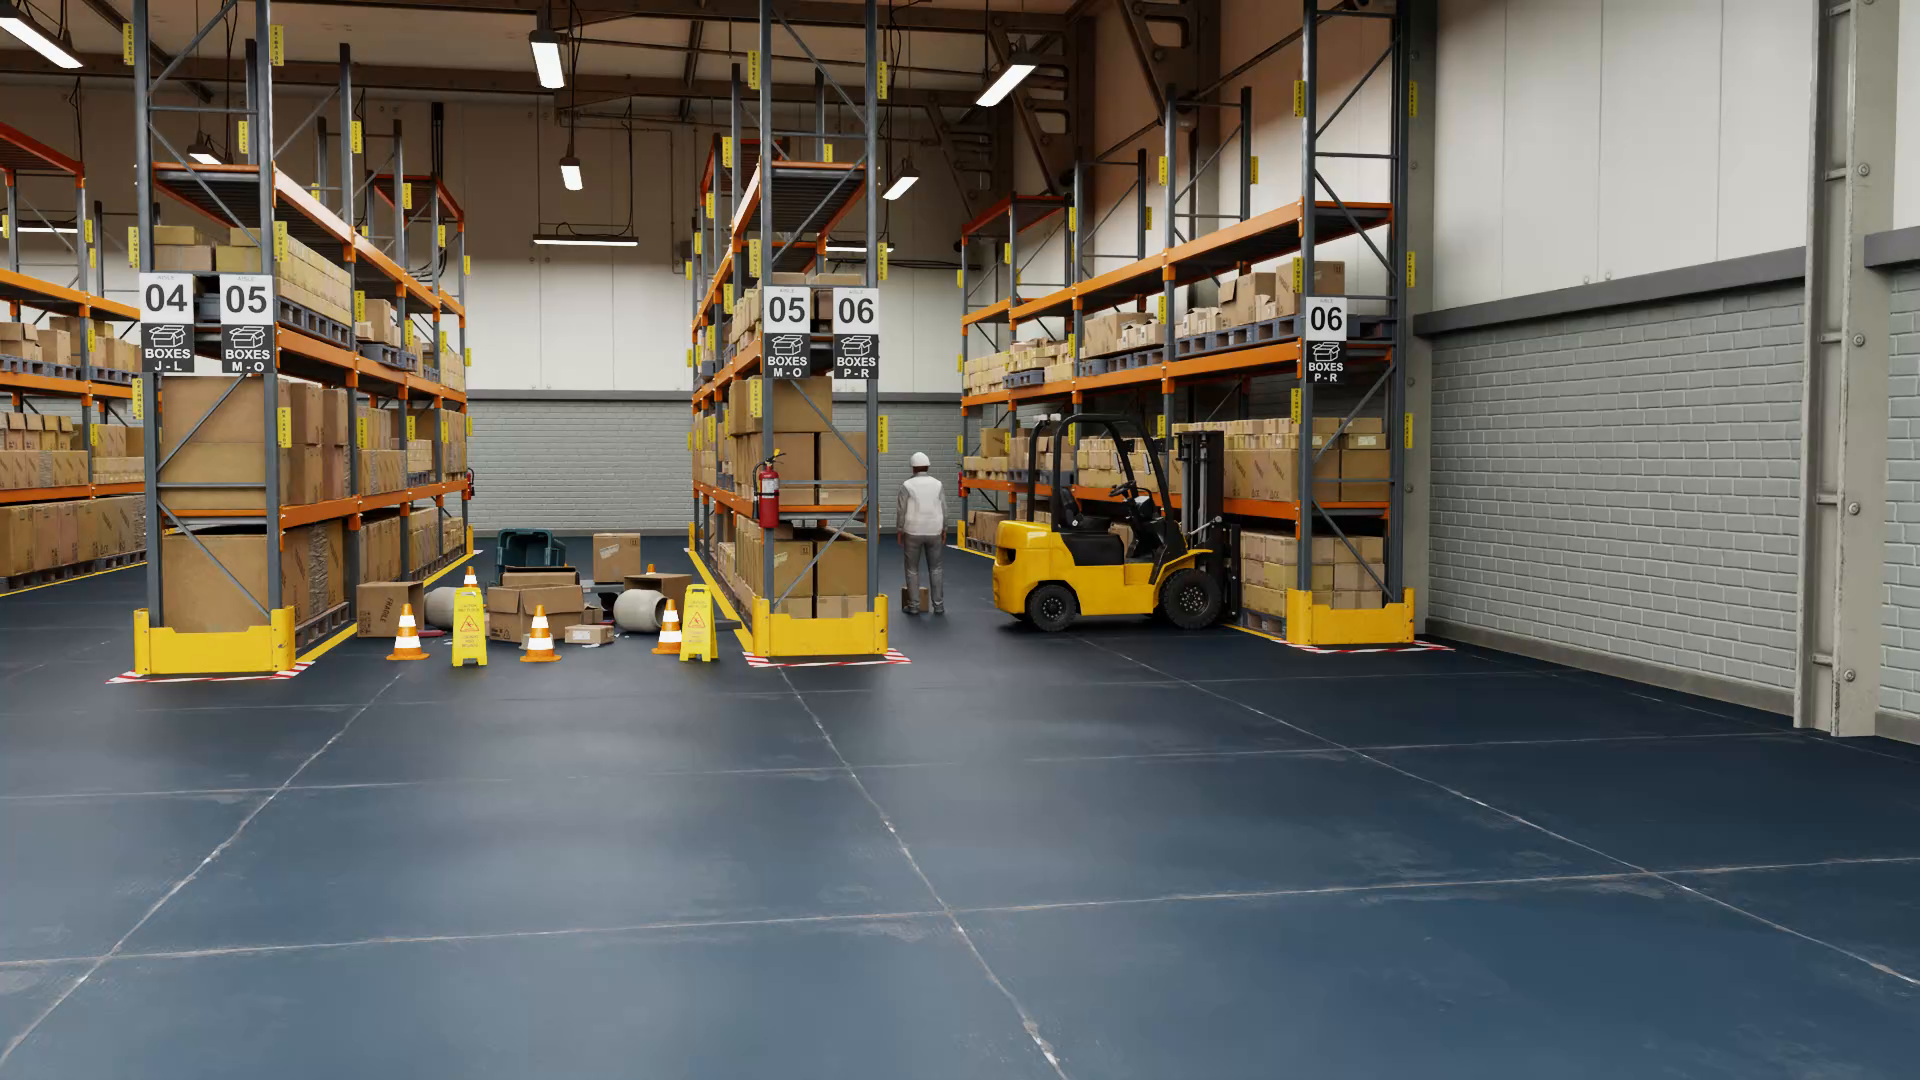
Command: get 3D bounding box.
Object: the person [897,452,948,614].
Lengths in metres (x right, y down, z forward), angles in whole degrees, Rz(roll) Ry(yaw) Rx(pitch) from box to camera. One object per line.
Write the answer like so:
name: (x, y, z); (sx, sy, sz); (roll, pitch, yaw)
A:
person: (-0.416, -0.082, 18.397); (0.580, 1.772, 0.460); (-1, 3, -15)
